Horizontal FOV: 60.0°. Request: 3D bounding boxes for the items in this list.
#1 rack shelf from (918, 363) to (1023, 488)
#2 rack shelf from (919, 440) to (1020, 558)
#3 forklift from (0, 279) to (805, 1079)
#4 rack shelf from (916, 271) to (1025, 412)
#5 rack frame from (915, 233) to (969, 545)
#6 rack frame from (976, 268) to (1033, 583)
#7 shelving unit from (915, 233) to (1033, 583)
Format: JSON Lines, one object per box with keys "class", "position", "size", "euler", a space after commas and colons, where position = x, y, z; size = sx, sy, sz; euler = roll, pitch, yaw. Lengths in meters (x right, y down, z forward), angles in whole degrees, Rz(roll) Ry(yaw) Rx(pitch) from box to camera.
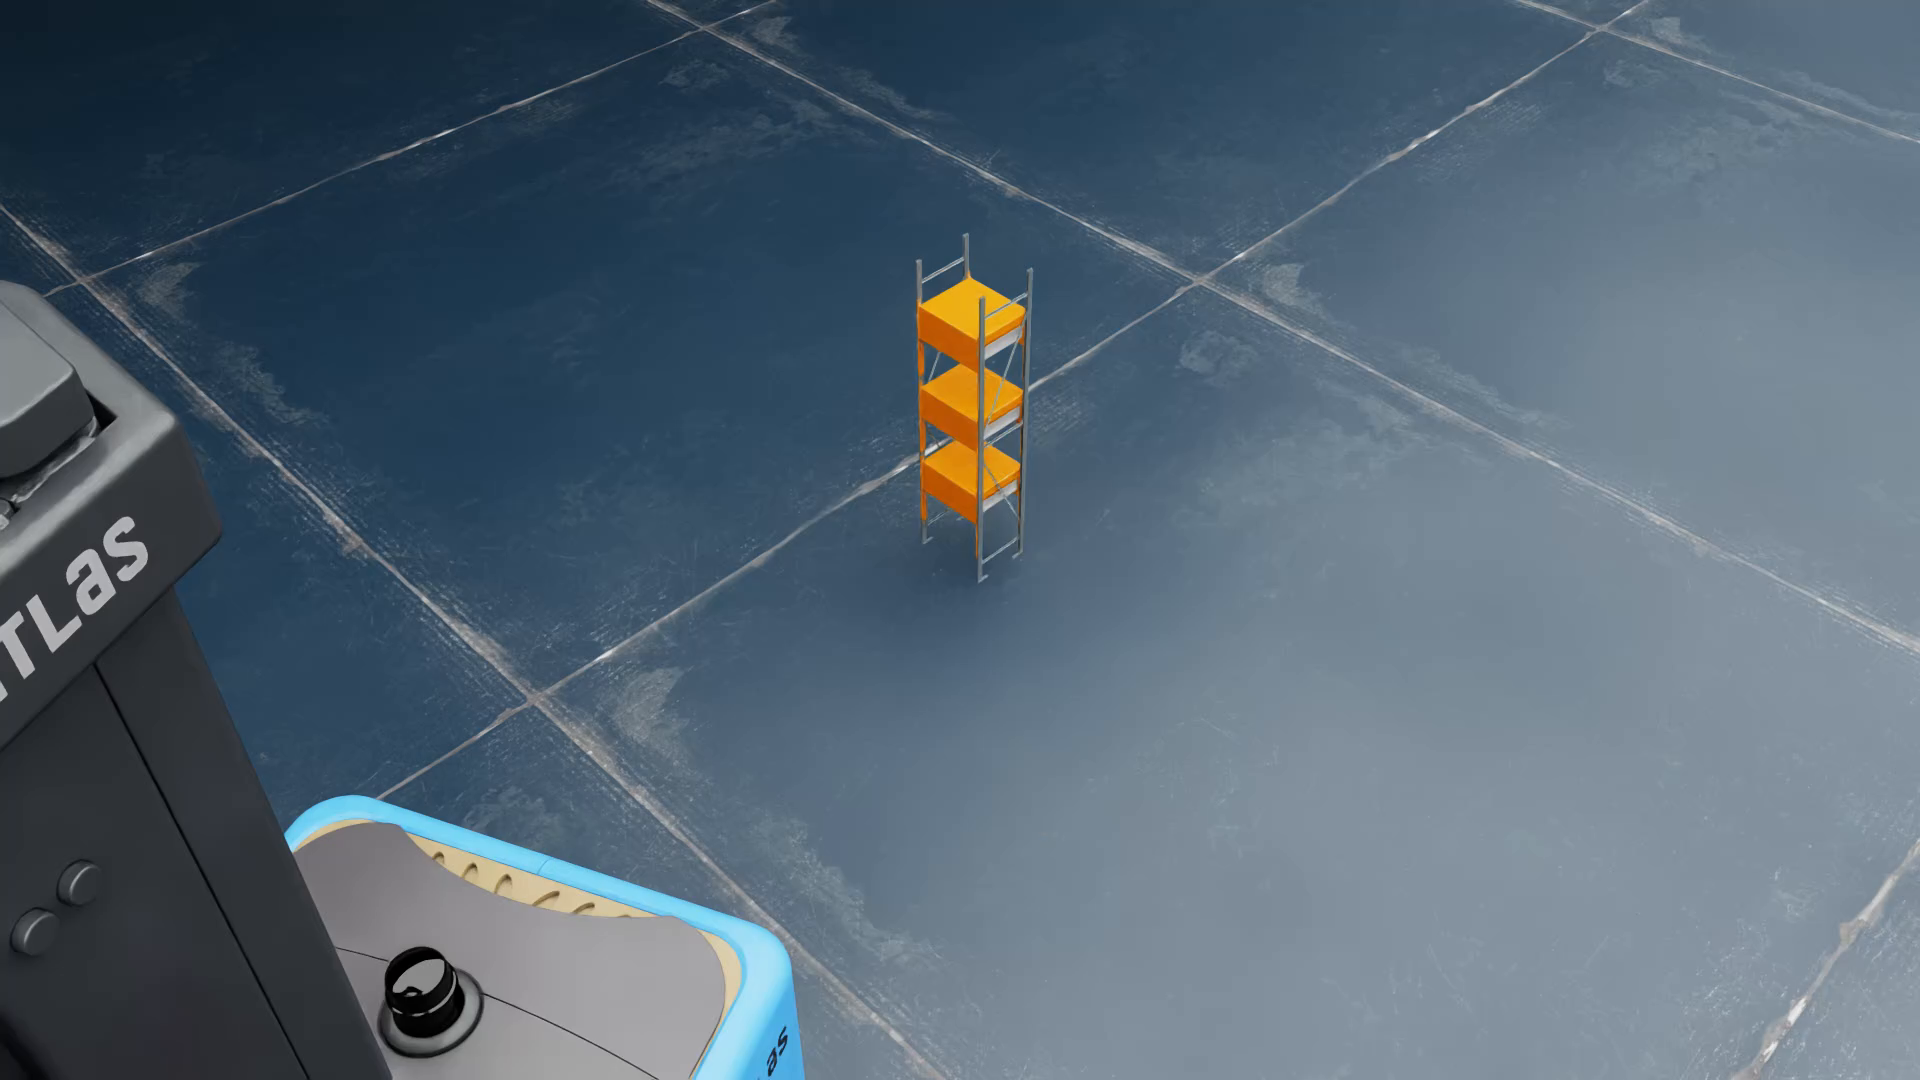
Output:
{"class": "rack shelf", "position": [0.038, -0.352, 4.873], "size": [0.215, 0.259, 0.240], "euler": [-34, 53, -31]}
{"class": "rack shelf", "position": [0.038, -0.148, 5.062], "size": [0.215, 0.259, 0.240], "euler": [-34, 53, -31]}
{"class": "forklift", "position": [-1.272, 1.231, 1.758], "size": [1.130, 2.935, 3.031], "euler": [14, 45, 15]}
{"class": "rack shelf", "position": [0.038, -0.561, 4.680], "size": [0.215, 0.259, 0.240], "euler": [-34, 53, -31]}
{"class": "rack frame", "position": [-0.048, -0.418, 4.929], "size": [0.200, 1.050, 0.008], "euler": [-34, 53, -31]}
{"class": "rack frame", "position": [0.124, -0.301, 4.802], "size": [0.200, 1.050, 0.008], "euler": [-34, 53, -31]}
{"class": "shelving unit", "position": [0.038, -0.360, 4.866], "size": [0.215, 1.050, 0.252], "euler": [-34, 53, -31]}
